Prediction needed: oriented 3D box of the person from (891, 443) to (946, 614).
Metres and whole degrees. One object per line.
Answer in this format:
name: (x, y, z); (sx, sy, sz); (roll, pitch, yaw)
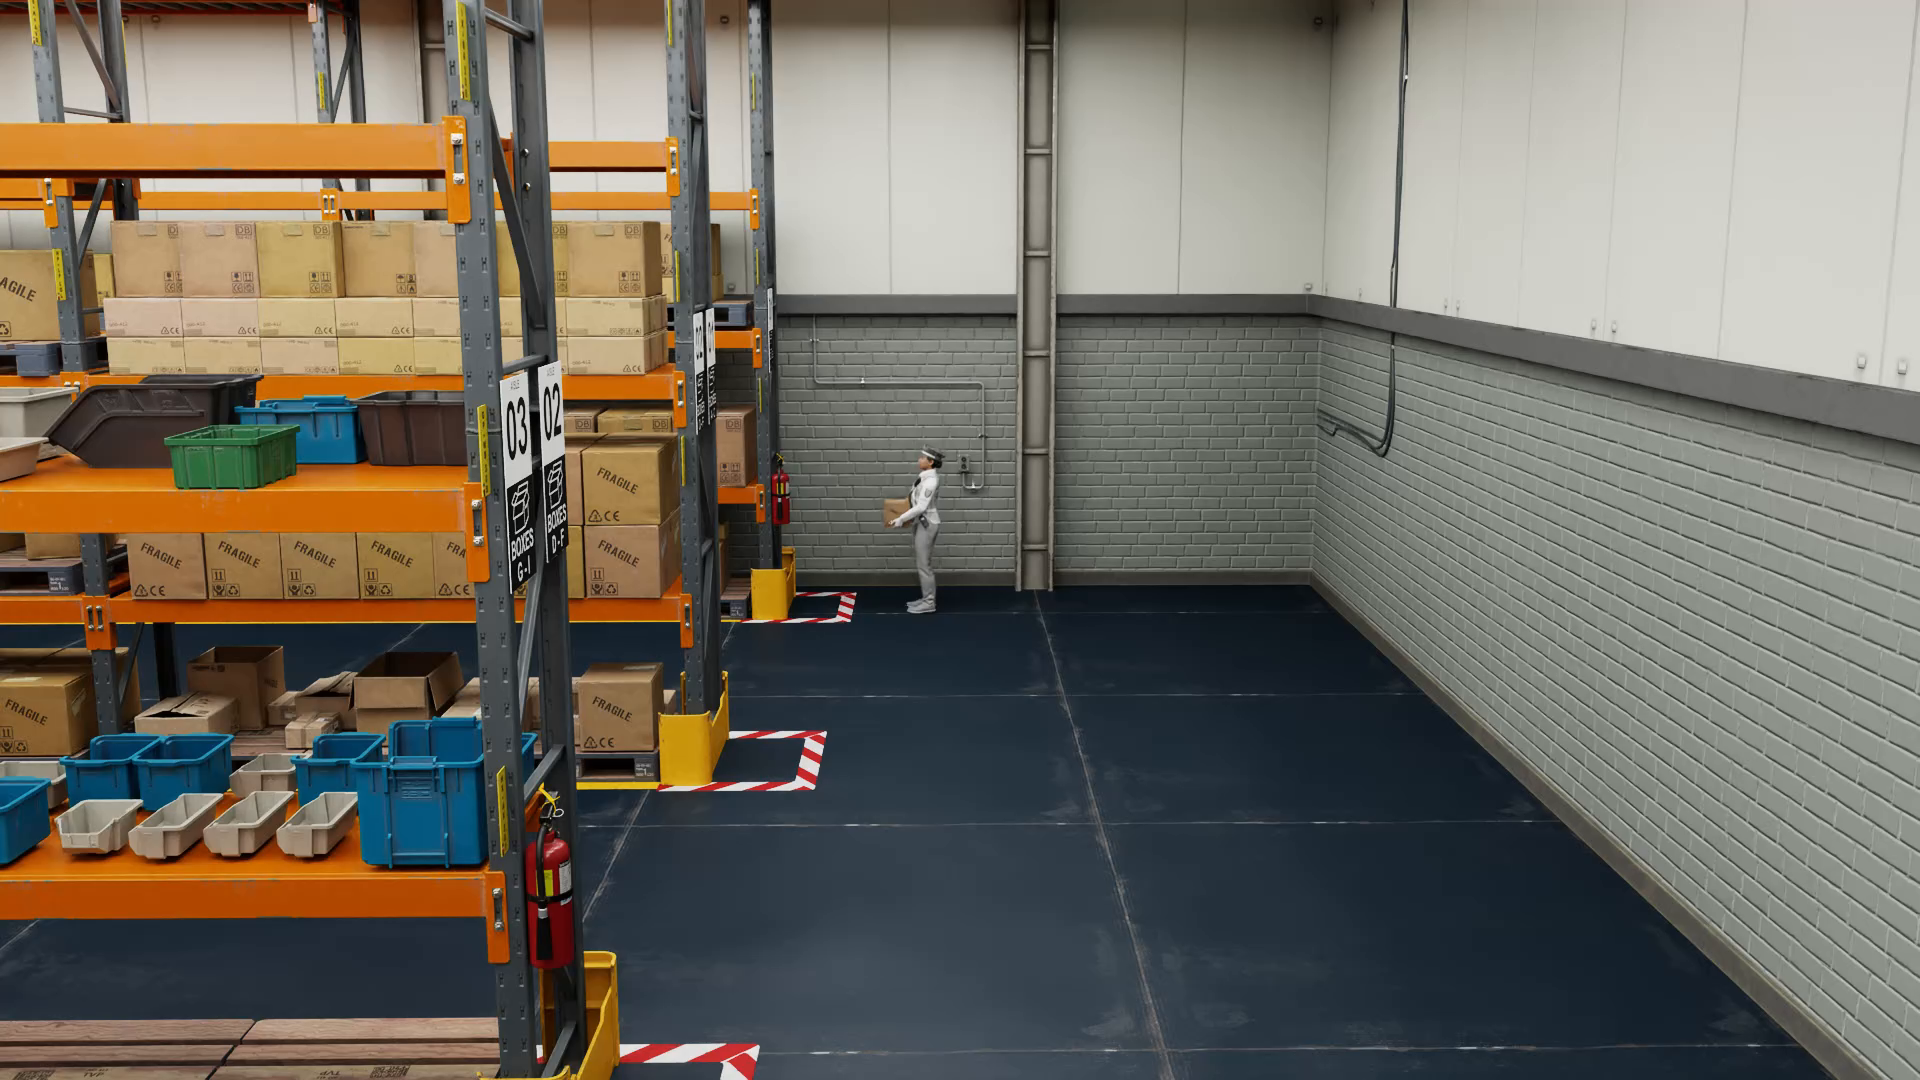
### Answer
person: (-0.419, -0.124, 16.495); (0.554, 1.695, 0.467); (-1, 11, -5)
